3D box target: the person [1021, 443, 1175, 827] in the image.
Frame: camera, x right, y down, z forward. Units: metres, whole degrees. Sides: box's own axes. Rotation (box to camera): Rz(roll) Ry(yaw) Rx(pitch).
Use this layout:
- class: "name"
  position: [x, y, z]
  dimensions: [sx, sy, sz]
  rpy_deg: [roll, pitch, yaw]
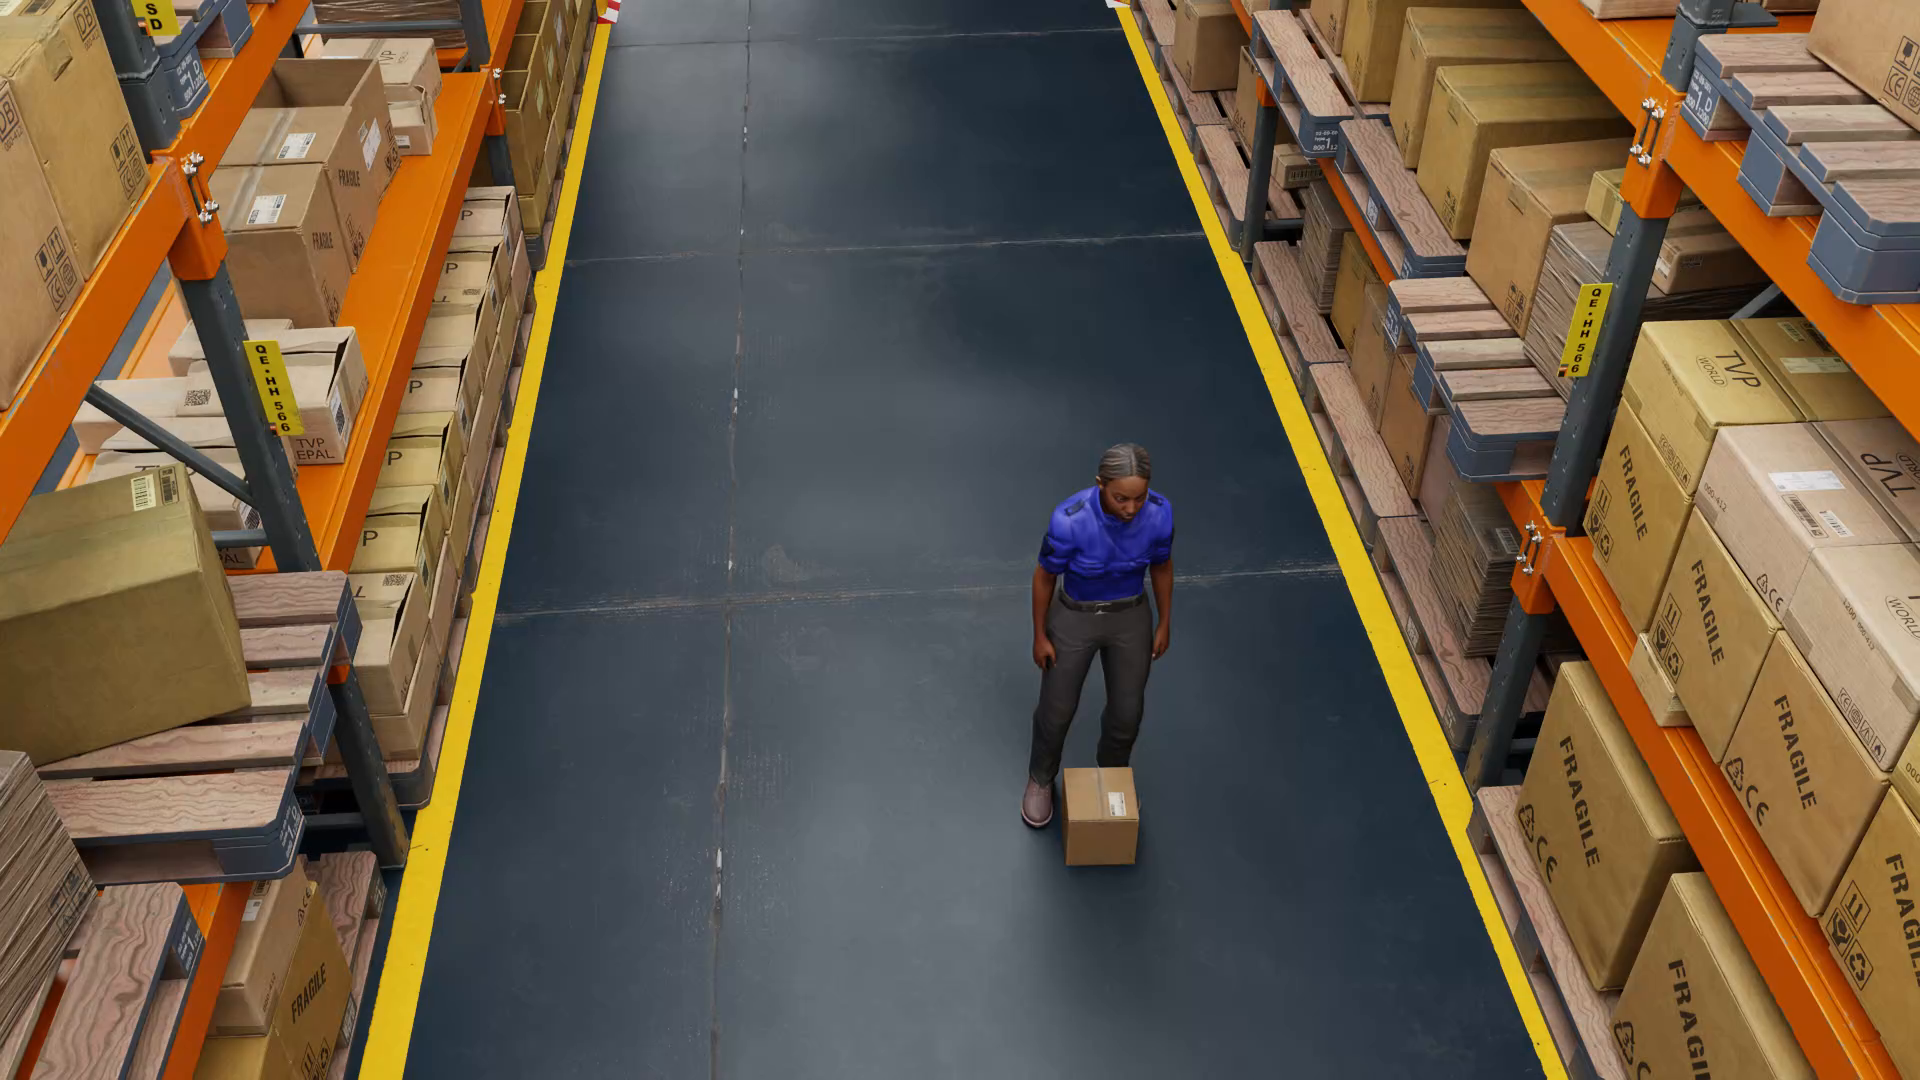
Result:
- class: "person"
  position: [0.479, 0.312, 5.779]
  dimensions: [0.530, 1.654, 0.352]
  rpy_deg: [-5, 40, -7]
